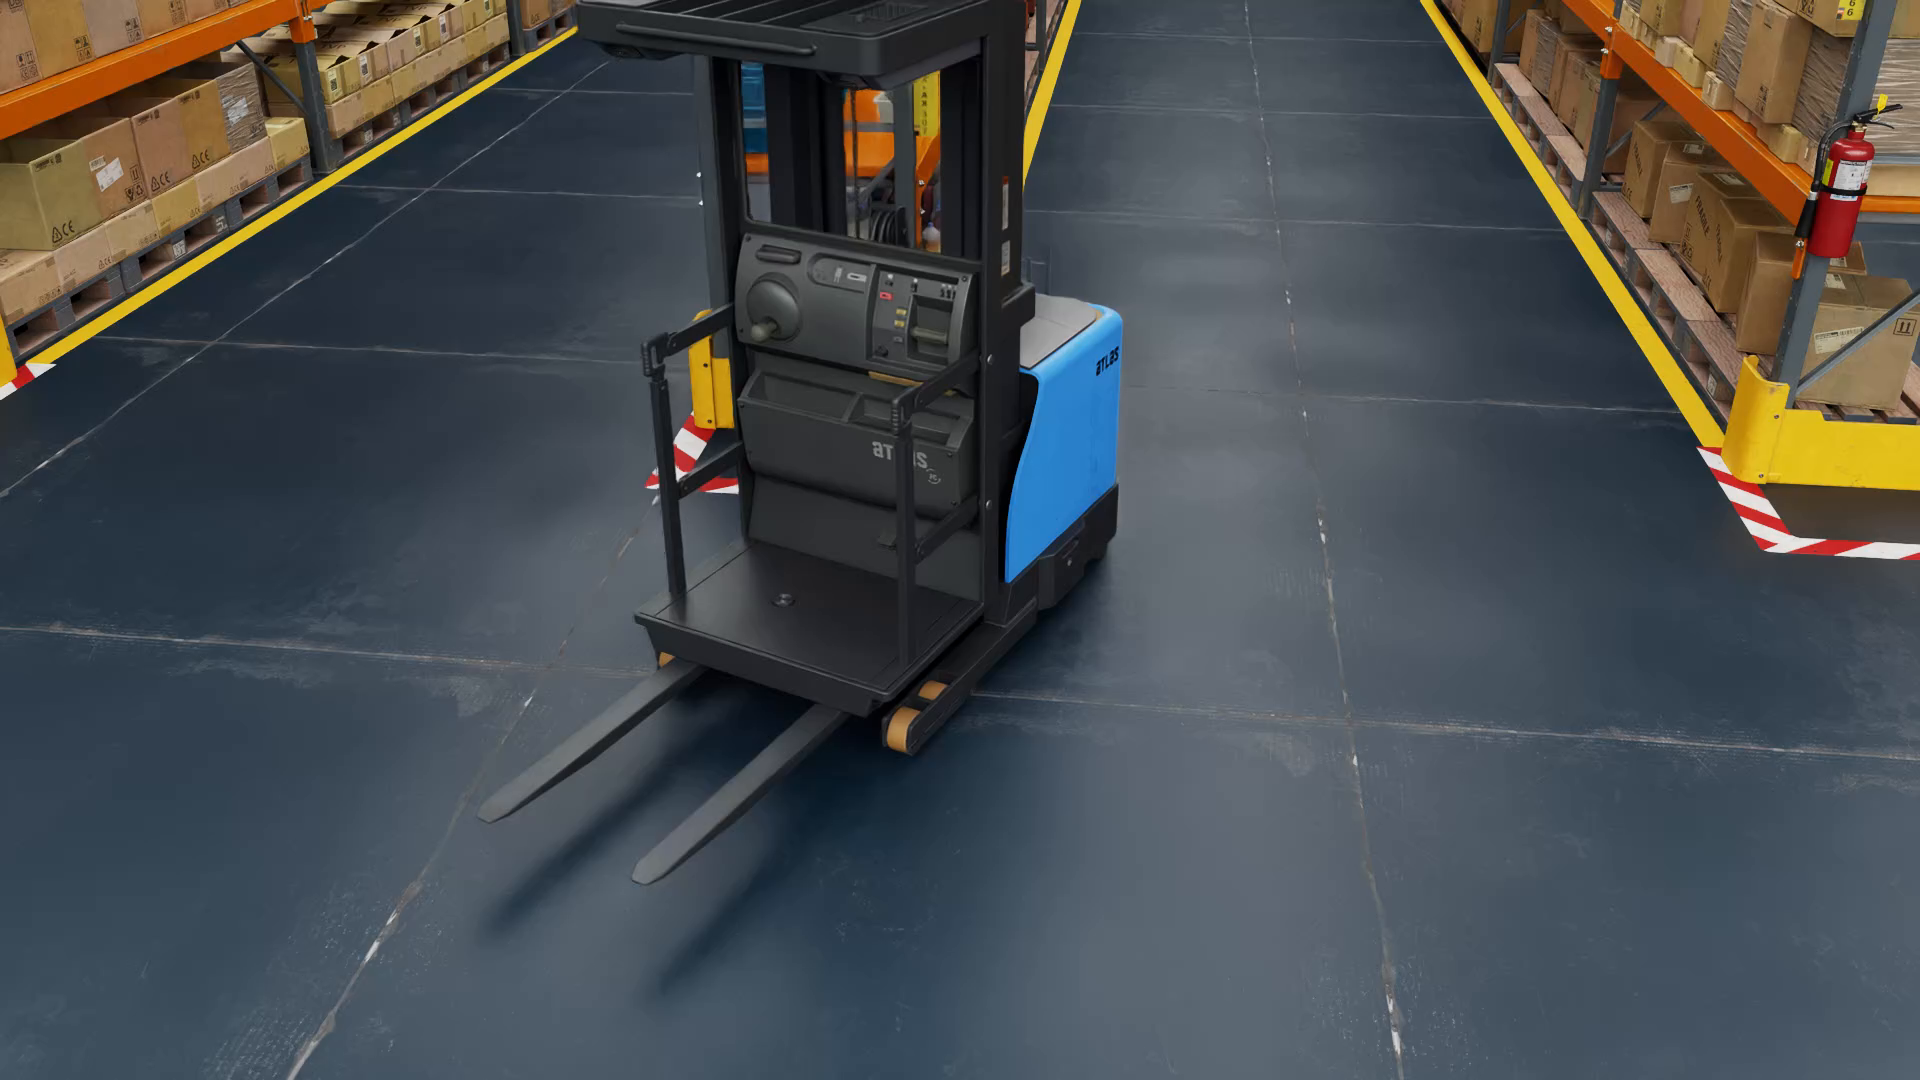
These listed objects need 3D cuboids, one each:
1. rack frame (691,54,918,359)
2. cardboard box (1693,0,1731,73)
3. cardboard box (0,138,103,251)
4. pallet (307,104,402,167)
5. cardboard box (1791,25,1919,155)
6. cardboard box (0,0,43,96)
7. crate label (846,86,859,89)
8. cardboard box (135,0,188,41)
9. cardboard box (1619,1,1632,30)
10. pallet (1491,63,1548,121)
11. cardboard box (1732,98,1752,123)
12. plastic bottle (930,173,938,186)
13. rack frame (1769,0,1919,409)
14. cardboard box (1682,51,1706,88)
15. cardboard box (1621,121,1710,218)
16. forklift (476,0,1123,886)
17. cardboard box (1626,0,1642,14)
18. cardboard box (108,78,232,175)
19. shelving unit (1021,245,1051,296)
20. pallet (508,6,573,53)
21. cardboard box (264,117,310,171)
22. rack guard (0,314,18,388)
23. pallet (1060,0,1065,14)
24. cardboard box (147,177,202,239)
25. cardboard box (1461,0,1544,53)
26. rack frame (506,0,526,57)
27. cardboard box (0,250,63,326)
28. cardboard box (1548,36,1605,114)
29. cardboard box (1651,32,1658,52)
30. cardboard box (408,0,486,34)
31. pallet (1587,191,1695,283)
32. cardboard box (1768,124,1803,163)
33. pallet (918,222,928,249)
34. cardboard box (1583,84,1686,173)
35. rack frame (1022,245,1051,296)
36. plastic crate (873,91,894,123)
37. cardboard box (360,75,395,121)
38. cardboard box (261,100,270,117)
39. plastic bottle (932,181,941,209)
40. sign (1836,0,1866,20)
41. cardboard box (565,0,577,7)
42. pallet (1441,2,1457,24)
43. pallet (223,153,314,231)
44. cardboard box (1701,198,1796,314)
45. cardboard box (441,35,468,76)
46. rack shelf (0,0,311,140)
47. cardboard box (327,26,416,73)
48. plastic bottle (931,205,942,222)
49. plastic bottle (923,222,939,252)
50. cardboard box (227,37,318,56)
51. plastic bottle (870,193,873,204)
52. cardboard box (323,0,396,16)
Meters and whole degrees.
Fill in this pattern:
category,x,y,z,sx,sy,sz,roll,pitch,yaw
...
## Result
category,x,y,z,sx,sy,sz,roll,pitch,yaw
rack frame,-0.700,-1.889,7.593,1.000,3.000,0.127,3,28,6
cardboard box,4.429,-2.743,8.760,0.875,0.500,0.500,3,28,6
cardboard box,-5.270,-1.958,9.387,0.500,0.500,0.500,3,28,6
pallet,-5.074,-3.183,12.935,1.003,0.211,1.213,3,28,6
cardboard box,4.310,-2.033,7.442,0.875,0.500,0.500,3,28,6
cardboard box,-5.487,-2.689,8.973,0.700,0.500,0.500,4,29,8
crate label,-0.743,-2.786,9.222,0.502,0.435,0.616,3,28,6
cardboard box,-5.298,-3.411,10.314,0.700,0.500,0.500,4,29,7
cardboard box,4.380,-3.289,10.458,0.380,0.149,0.250,3,28,6
pallet,5.098,-3.771,14.028,1.003,0.211,1.213,3,28,6
cardboard box,4.182,-2.226,8.484,0.380,0.149,0.250,3,28,6
plastic bottle,-0.171,-2.201,10.573,0.061,0.283,0.133,3,28,6
rack frame,4.215,-1.601,7.059,1.000,3.000,0.127,3,28,6
cardboard box,4.210,-2.583,9.146,0.380,0.149,0.250,3,28,6
cardboard box,4.617,-2.382,10.702,0.500,0.500,0.500,3,28,5
forklift,-0.482,-0.782,5.612,1.130,2.935,3.031,15,32,25
cardboard box,4.589,-3.451,10.073,0.875,0.500,0.500,3,28,6
cardboard box,-5.096,-2.665,10.699,0.500,0.500,0.500,3,28,6
shelving unit,0.235,-0.706,7.296,0.258,1.200,0.189,15,32,25
pallet,-4.507,-5.066,16.430,1.003,0.211,1.213,3,28,6
cardboard box,-4.966,-2.805,11.750,0.500,0.250,0.500,3,28,6
rack guard,-5.619,-1.067,8.703,1.175,0.500,0.348,3,28,6
pallet,0.634,-5.949,18.070,1.003,0.211,1.213,3,28,6
cardboard box,-5.144,-2.098,10.438,0.500,0.250,0.500,3,28,6
cardboard box,5.301,-4.940,15.054,1.225,0.875,0.875,2,28,4
rack frame,-4.636,-5.944,15.121,1.000,3.000,0.127,3,28,6
cardboard box,-5.330,-1.392,9.128,0.500,0.250,0.500,3,28,6
cardboard box,5.015,-3.614,12.968,0.700,0.500,0.500,6,29,10
cardboard box,4.313,-2.935,9.800,0.380,0.149,0.250,3,28,6
cardboard box,-4.513,-4.659,14.601,0.500,0.311,0.500,3,28,5
pallet,4.658,-1.938,10.625,1.003,0.211,1.213,3,28,6
cardboard box,4.056,-1.875,7.832,0.380,0.149,0.250,3,28,6
pallet,-0.481,-1.654,10.098,1.003,0.211,1.213,3,28,6
cardboard box,4.802,-2.865,11.577,0.700,0.500,0.500,1,28,2
rack frame,0.279,-0.744,7.366,0.240,1.200,0.006,15,32,25
plastic crate,-0.271,-2.175,8.403,0.298,0.136,0.250,3,28,6
cardboard box,-4.767,-3.452,12.951,0.500,0.250,0.500,4,29,7
cardboard box,-5.363,-3.248,12.572,0.500,0.250,0.500,3,28,6
plastic bottle,-0.090,-2.128,10.445,0.152,0.276,0.135,4,29,7
sign,3.667,-2.291,6.787,0.100,0.325,0.005,3,28,6
cardboard box,-4.171,-5.718,16.872,0.500,0.500,0.500,3,28,6
pallet,5.666,-5.654,17.523,1.003,0.211,1.213,3,28,6
pallet,-5.265,-2.462,11.597,1.003,0.211,1.213,3,28,6
cardboard box,4.443,-1.555,9.167,0.500,0.500,0.500,6,29,11
cardboard box,-4.582,-4.177,14.297,0.500,0.250,0.500,4,29,7
rack shelf,-5.371,-2.803,10.049,1.077,0.370,4.000,3,28,6
cardboard box,-4.699,-3.942,13.269,0.500,0.311,0.500,2,28,5
plastic bottle,-0.127,-1.878,9.986,0.097,0.271,0.097,0,28,0
plastic bottle,-0.169,-1.717,9.687,0.097,0.271,0.097,0,28,0
cardboard box,-5.303,-3.735,12.885,0.500,0.311,0.500,4,29,8
plastic bottle,-0.619,-2.333,10.831,0.097,0.271,0.097,0,28,0
cardboard box,-5.112,-4.448,14.209,0.500,0.311,0.500,3,28,5
